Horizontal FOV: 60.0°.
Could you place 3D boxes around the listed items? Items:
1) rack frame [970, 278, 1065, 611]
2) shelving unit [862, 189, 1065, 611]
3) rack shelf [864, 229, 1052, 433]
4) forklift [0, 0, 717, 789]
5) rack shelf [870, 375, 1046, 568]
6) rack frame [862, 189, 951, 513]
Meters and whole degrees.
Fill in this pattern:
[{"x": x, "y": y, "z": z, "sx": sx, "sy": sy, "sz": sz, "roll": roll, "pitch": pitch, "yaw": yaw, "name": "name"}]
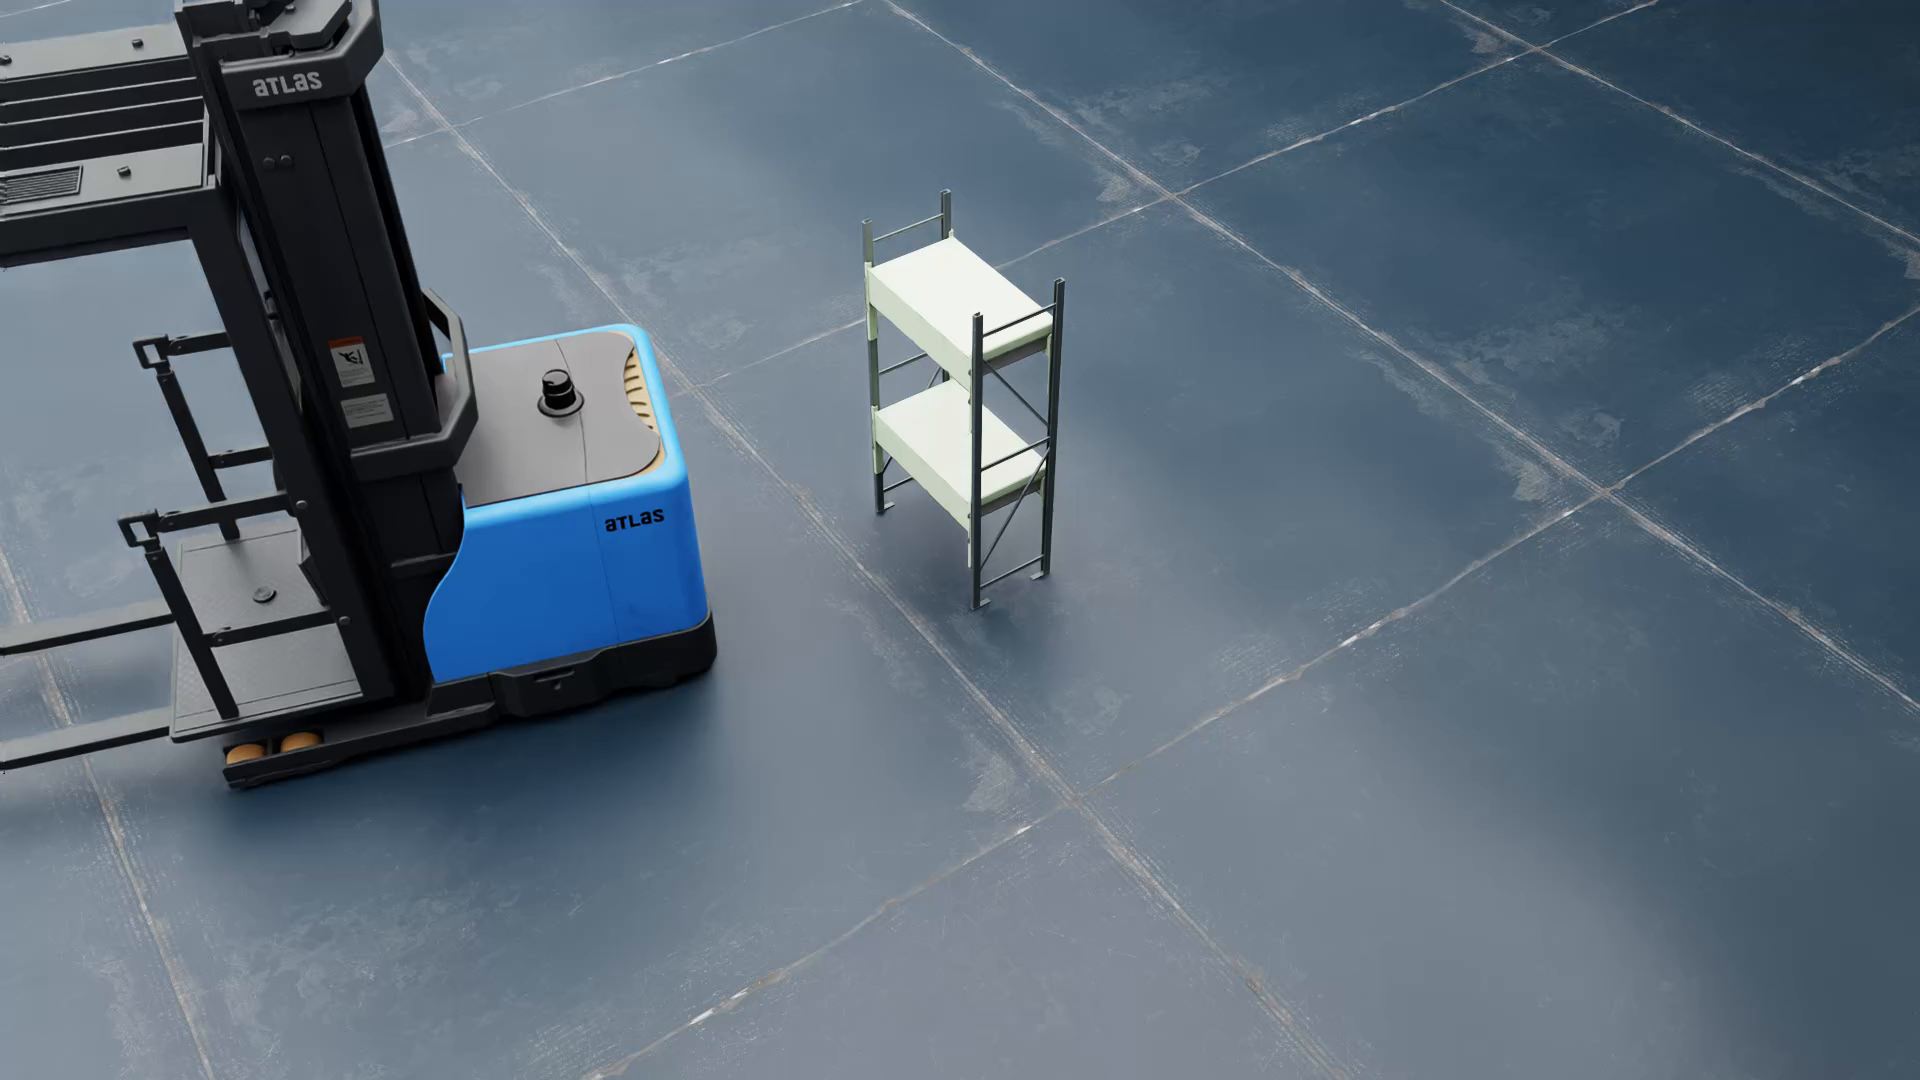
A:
[{"x": 0.213, "y": -0.331, "z": 6.502, "sx": 0.400, "sy": 1.500, "sz": 0.023, "roll": -26, "pitch": 49, "yaw": -24, "name": "rack frame"}, {"x": 0.004, "y": -0.539, "z": 6.719, "sx": 0.431, "sy": 1.500, "sz": 0.755, "roll": -26, "pitch": 49, "yaw": -24, "name": "shelving unit"}, {"x": 0.004, "y": -0.821, "z": 6.450, "sx": 0.431, "sy": 0.370, "sz": 0.720, "roll": -26, "pitch": 49, "yaw": -24, "name": "rack shelf"}, {"x": -2.547, "y": -0.542, "z": 5.687, "sx": 3.031, "sy": 2.935, "sz": 1.130, "roll": -12, "pitch": 45, "yaw": -12, "name": "forklift"}, {"x": 0.004, "y": -0.303, "z": 6.944, "sx": 0.431, "sy": 0.370, "sz": 0.720, "roll": -26, "pitch": 49, "yaw": -24, "name": "rack shelf"}, {"x": -0.206, "y": -0.746, "z": 6.936, "sx": 0.400, "sy": 1.500, "sz": 0.023, "roll": -26, "pitch": 49, "yaw": -24, "name": "rack frame"}]
